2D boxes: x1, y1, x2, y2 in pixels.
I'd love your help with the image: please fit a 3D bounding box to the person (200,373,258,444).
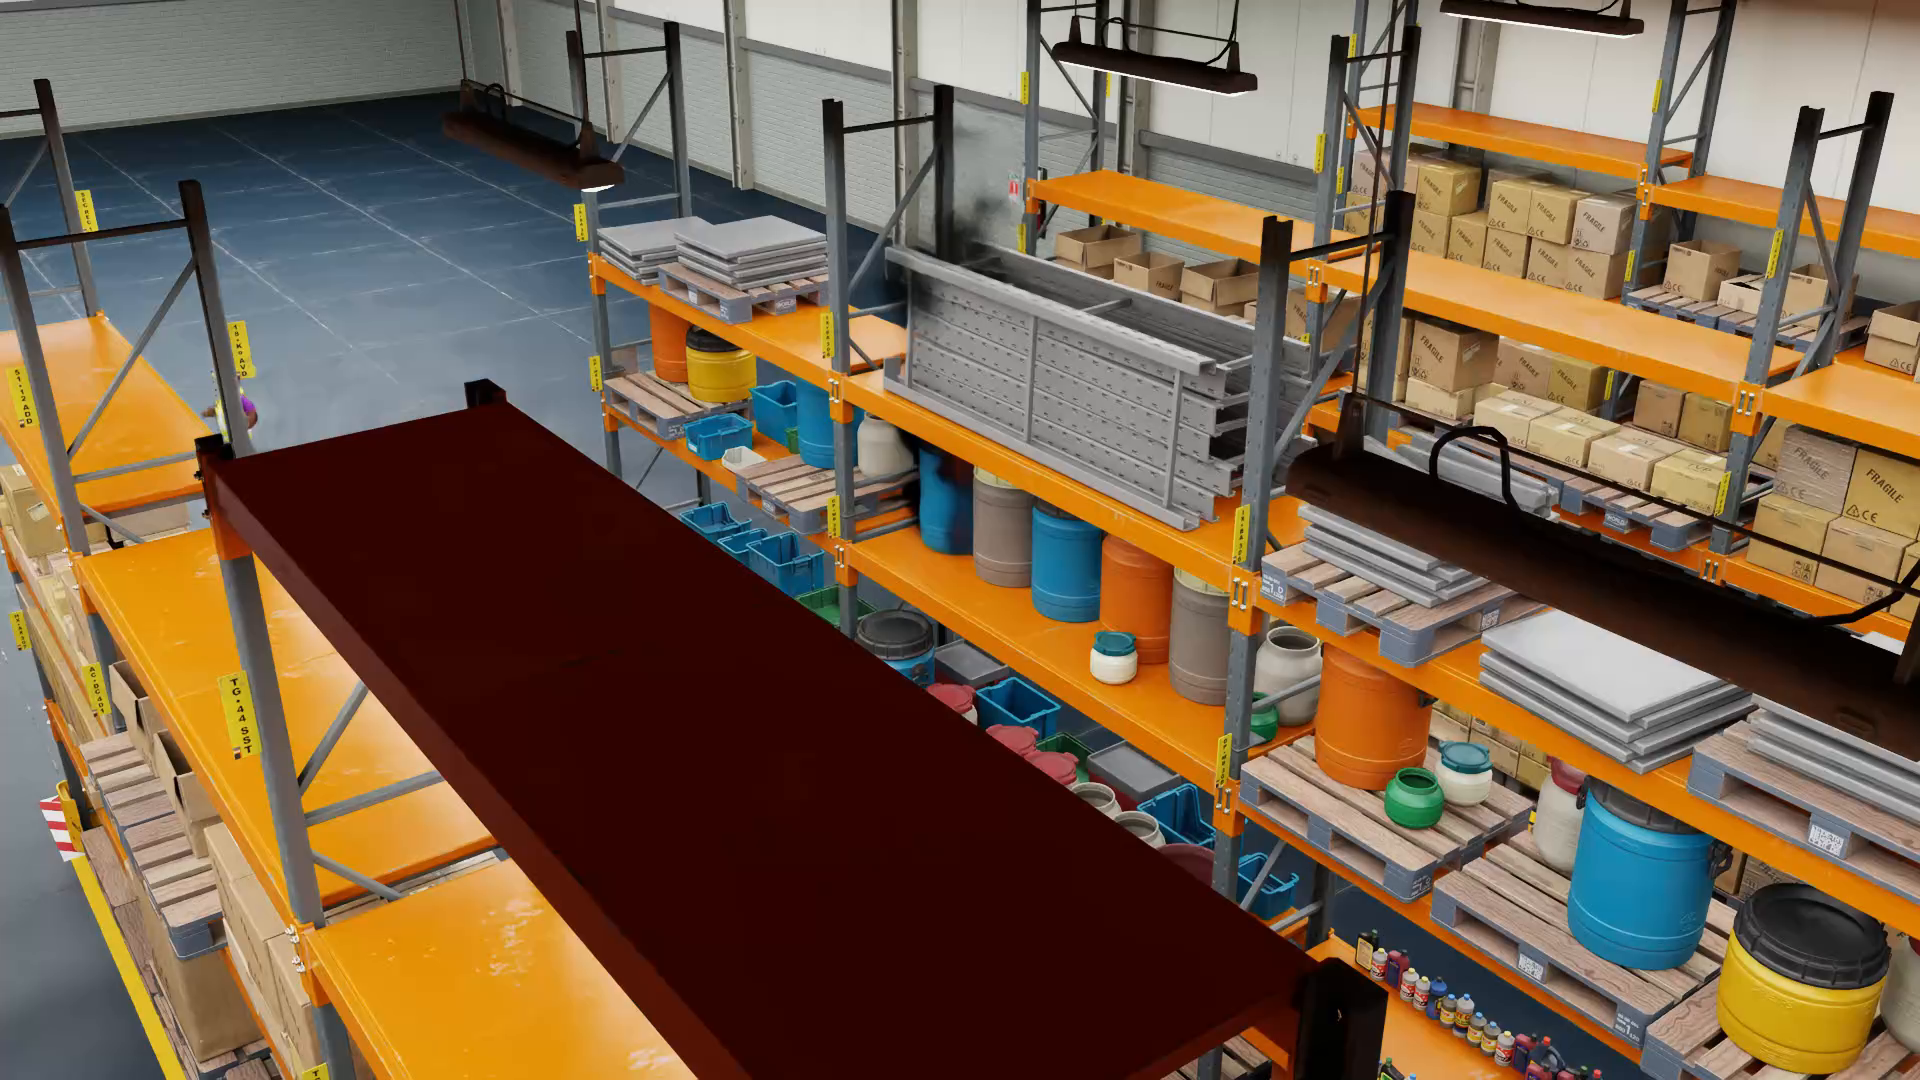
[{"bbox_3d":[-8.436,-1.191,19.379,0.917,1.765,0.701,-9,26,-19],"label":"person"}]
